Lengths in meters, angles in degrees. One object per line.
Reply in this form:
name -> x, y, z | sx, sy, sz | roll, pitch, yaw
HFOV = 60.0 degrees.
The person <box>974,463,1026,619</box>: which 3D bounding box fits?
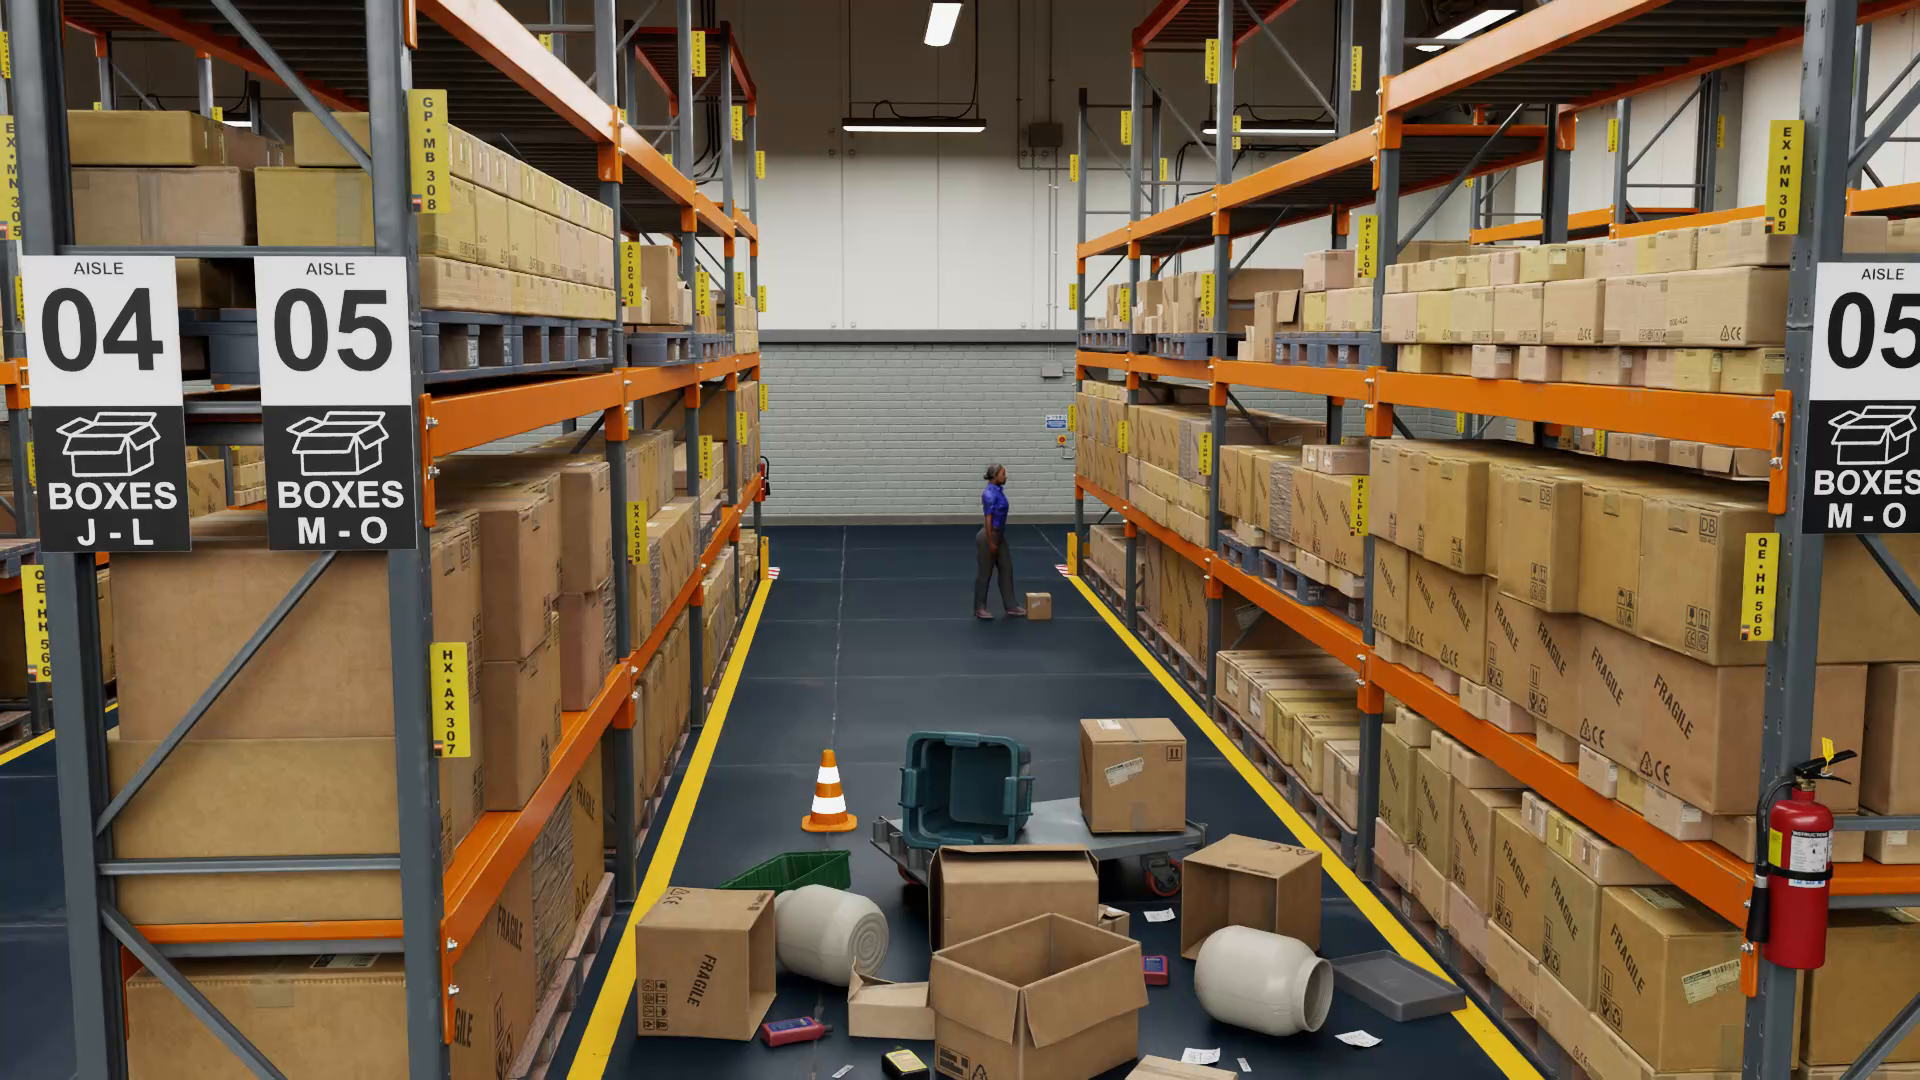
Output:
person -> 0.430, 0.007, 17.647 | 0.582, 1.649, 0.501 | 3, 7, 20
